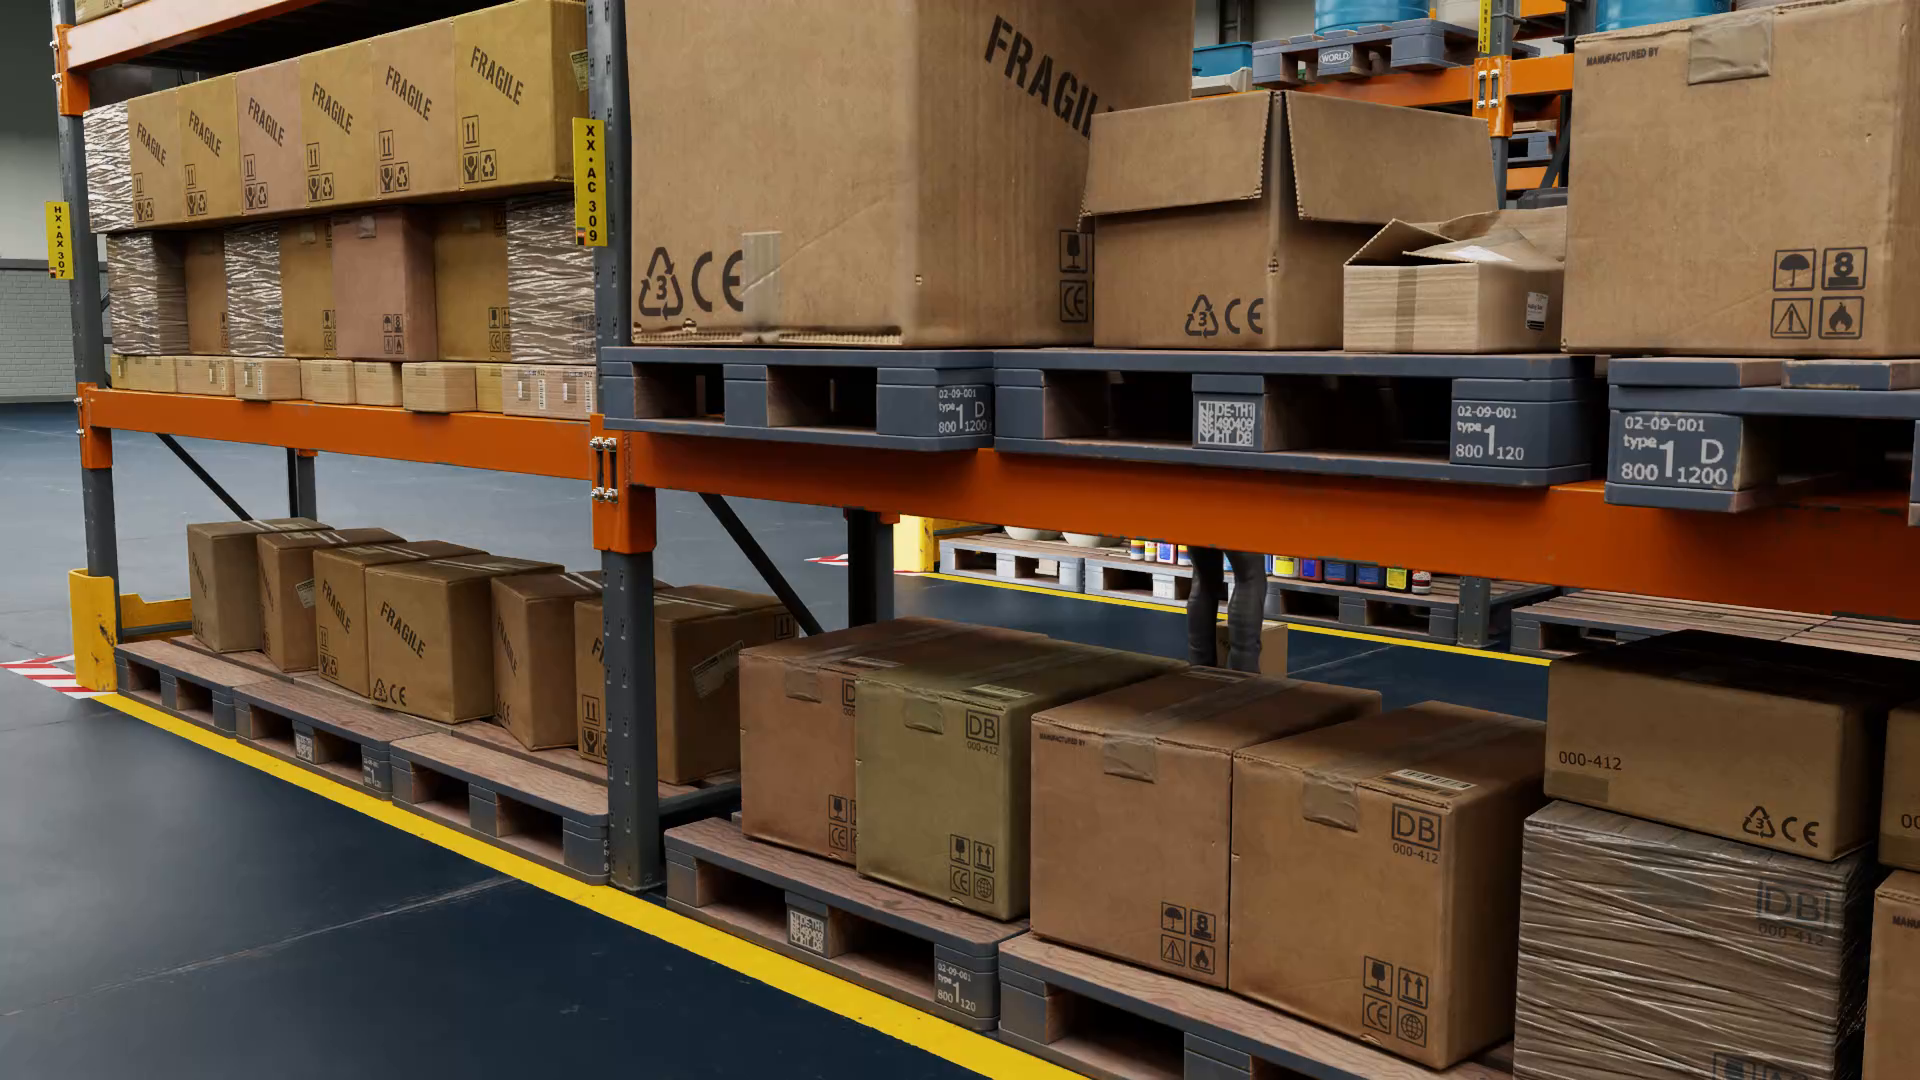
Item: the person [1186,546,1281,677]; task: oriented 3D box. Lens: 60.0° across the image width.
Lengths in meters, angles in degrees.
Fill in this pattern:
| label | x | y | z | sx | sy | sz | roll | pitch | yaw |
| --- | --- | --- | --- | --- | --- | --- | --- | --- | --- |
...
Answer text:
| label | x | y | z | sx | sy | sz | roll | pitch | yaw |
| --- | --- | --- | --- | --- | --- | --- | --- | --- | --- |
| person | 1.158 | -0.178 | 7.204 | 0.504 | 1.655 | 0.393 | 7 | 10 | 44 |
